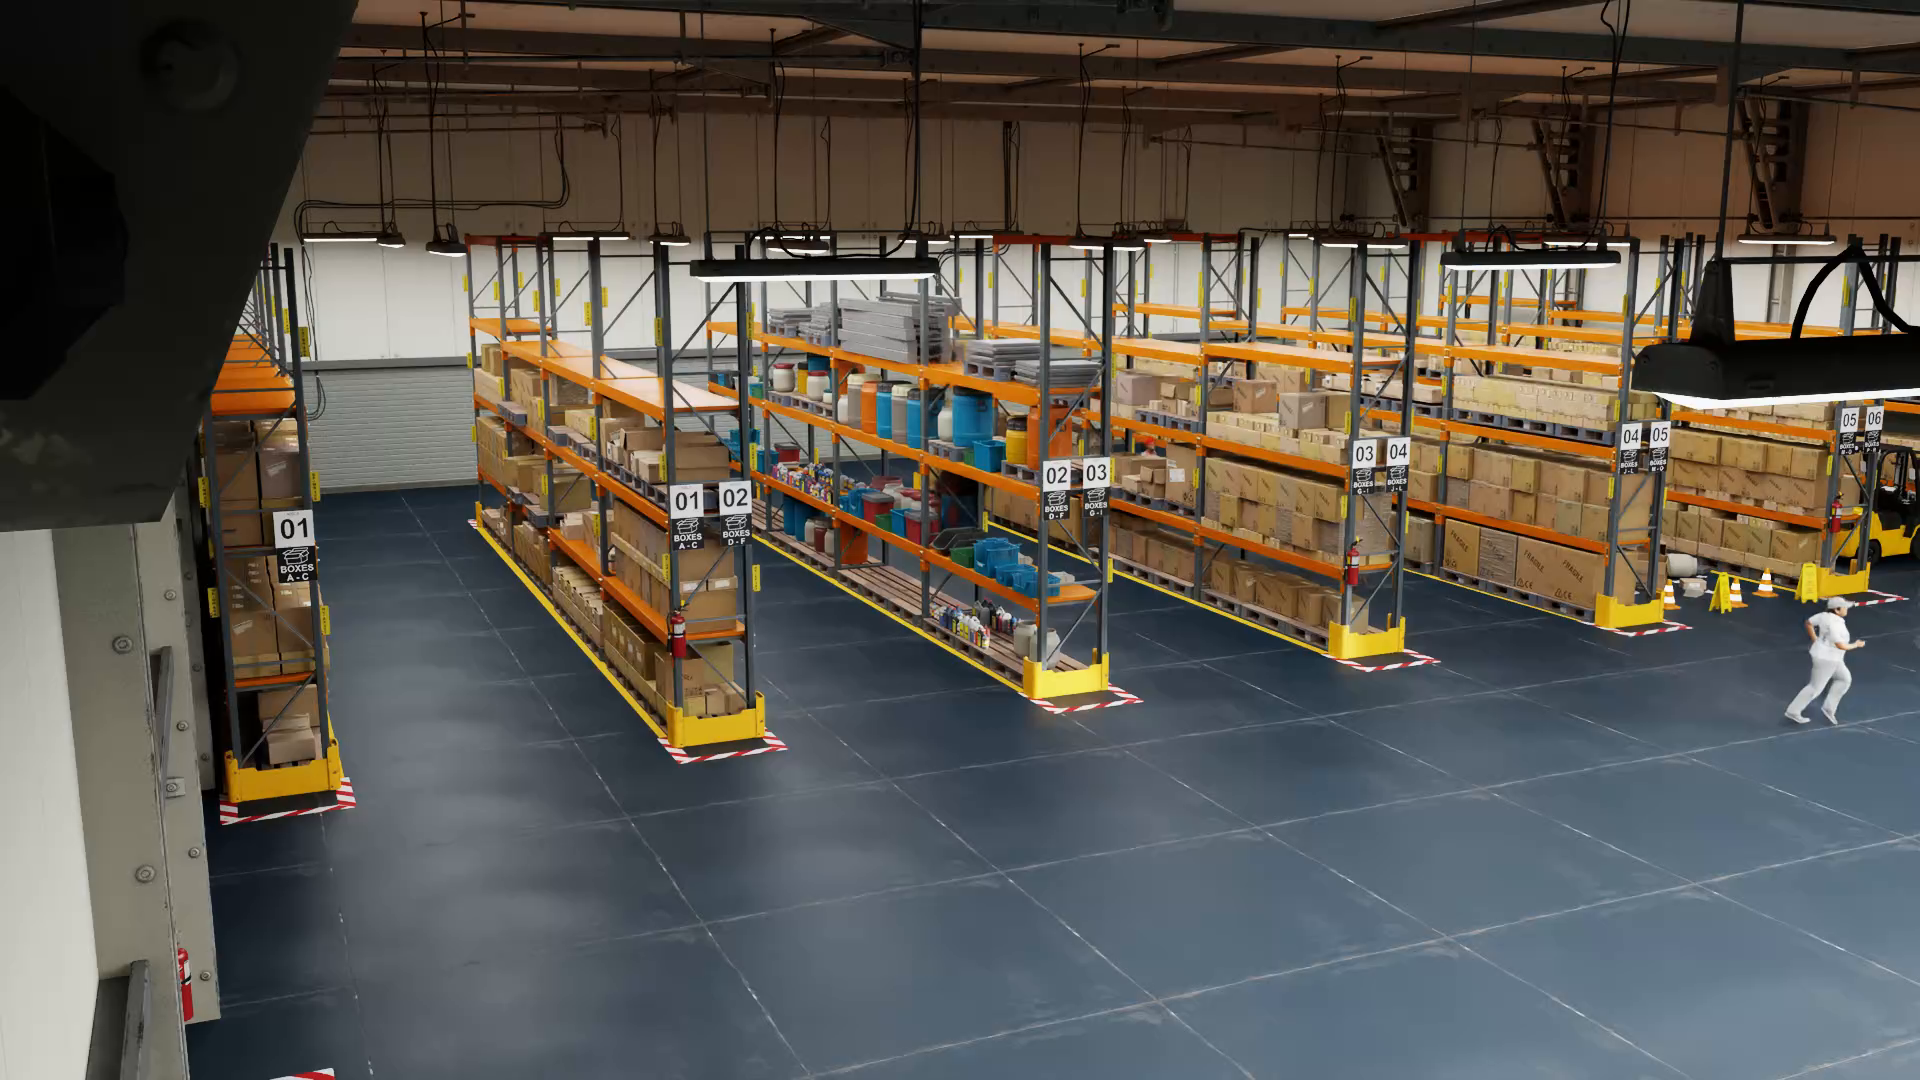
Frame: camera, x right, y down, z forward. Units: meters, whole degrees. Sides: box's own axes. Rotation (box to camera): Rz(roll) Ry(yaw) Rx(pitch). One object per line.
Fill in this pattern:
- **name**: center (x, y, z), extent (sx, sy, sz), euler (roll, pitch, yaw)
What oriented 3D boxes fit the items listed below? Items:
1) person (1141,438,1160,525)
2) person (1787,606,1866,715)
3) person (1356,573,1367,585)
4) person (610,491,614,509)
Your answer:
- **person**: center (4.002, -1.226, 34.757), extent (0.632, 1.824, 0.705), euler (-7, 13, -33)
- **person**: center (10.900, 1.460, 20.913), extent (0.832, 1.511, 0.611), euler (3, 11, 17)
- **person**: center (6.963, 0.115, 28.804), extent (0.531, 1.398, 0.590), euler (-9, 14, -38)
- **person**: center (-7.361, -1.112, 34.502), extent (0.611, 1.743, 0.683), euler (-7, 13, -33)
